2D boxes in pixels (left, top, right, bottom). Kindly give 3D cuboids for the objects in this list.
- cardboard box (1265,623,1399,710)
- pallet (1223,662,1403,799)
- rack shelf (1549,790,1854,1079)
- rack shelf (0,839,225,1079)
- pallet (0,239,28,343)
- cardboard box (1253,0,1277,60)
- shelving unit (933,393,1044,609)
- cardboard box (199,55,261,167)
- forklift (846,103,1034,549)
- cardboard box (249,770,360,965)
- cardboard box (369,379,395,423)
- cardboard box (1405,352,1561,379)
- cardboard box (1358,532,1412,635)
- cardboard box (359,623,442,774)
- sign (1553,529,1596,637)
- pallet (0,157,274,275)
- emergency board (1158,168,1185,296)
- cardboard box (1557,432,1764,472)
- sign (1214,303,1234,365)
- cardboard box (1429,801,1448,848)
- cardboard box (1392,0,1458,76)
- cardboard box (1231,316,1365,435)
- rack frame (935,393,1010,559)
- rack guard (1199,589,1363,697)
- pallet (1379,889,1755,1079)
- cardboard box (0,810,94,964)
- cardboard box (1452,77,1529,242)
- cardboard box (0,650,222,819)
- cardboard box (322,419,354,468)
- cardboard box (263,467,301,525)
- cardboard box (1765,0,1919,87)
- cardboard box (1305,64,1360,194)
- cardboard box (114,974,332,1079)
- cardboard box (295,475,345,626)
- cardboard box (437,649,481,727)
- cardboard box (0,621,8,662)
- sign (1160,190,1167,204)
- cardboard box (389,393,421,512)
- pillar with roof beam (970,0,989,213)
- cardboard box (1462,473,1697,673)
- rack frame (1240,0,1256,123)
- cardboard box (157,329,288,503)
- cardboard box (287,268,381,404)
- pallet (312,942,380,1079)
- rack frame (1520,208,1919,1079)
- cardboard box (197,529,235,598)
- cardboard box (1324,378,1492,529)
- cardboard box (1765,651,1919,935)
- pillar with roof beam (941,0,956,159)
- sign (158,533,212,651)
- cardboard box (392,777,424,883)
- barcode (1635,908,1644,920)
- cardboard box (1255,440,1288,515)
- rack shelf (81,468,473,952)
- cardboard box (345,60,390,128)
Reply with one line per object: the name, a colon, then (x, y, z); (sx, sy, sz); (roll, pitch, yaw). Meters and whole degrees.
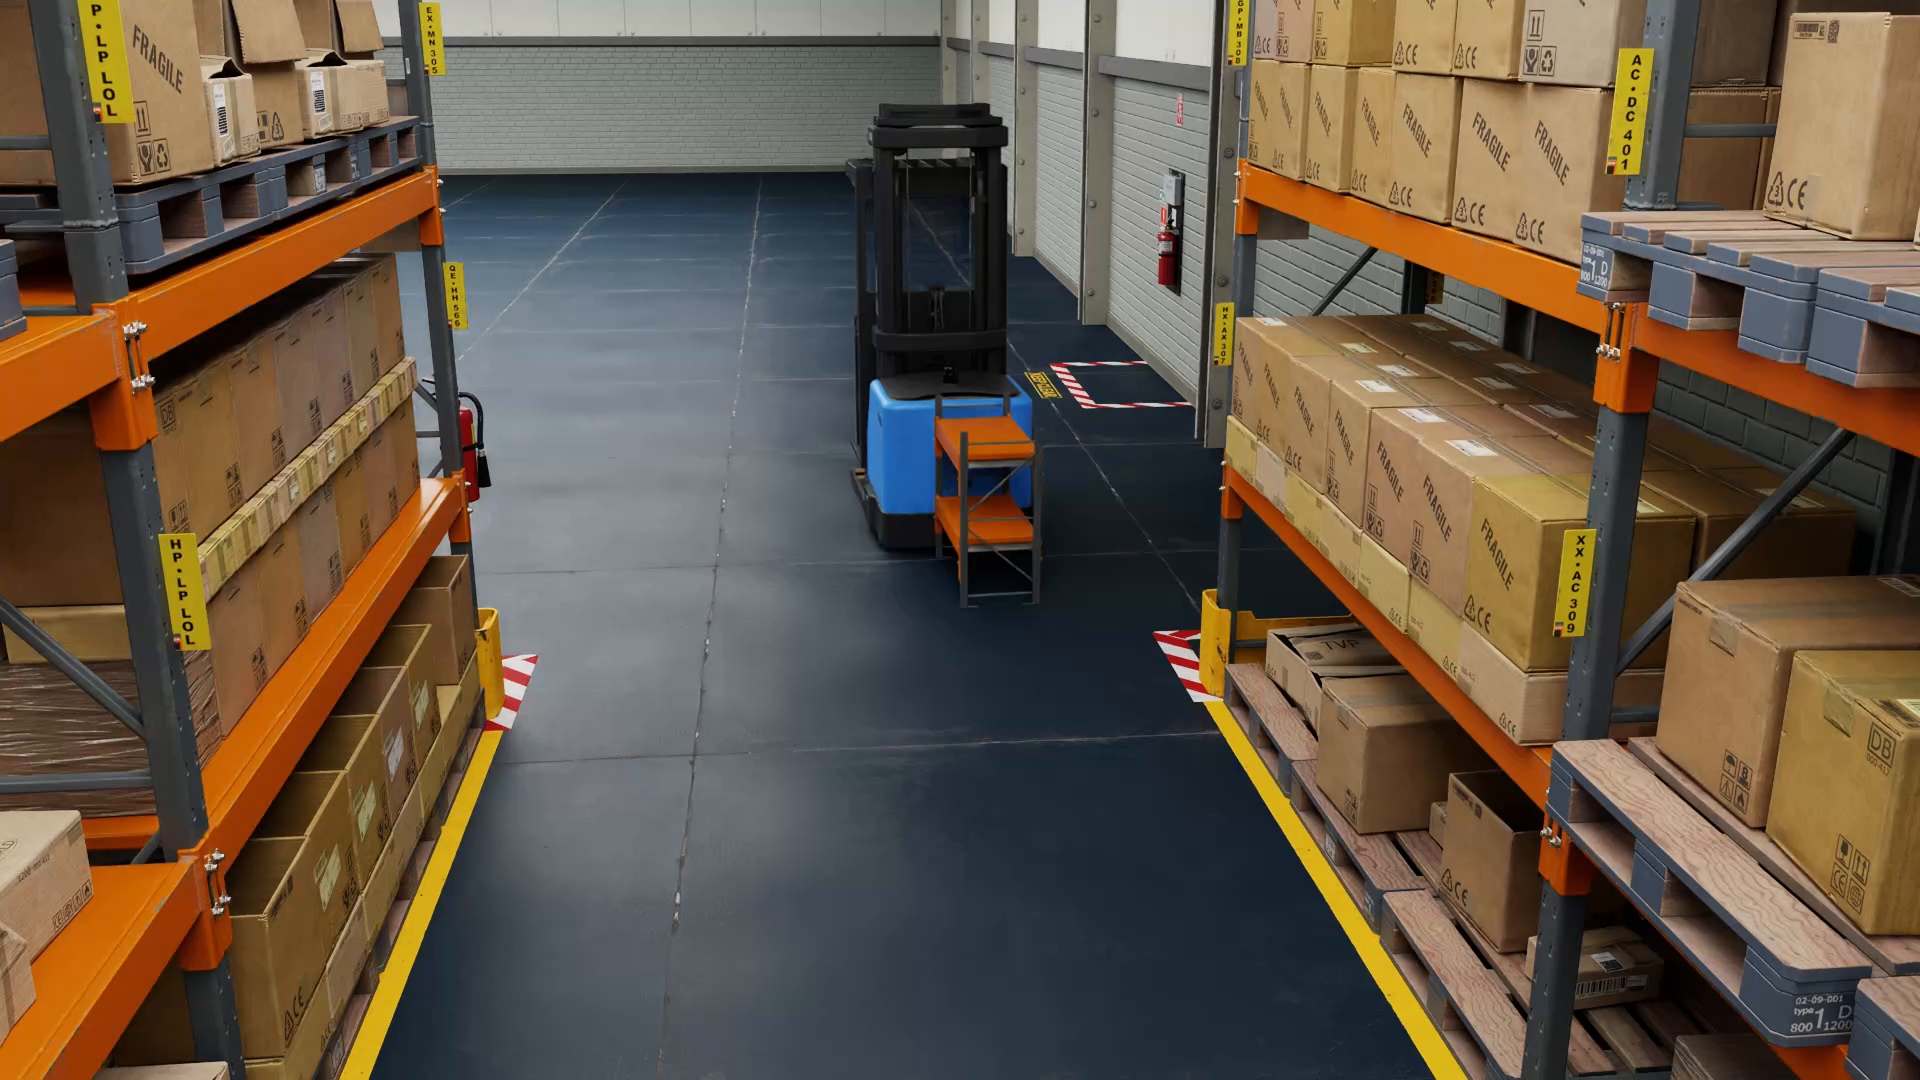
cardboard box: (1.893, 0.610, 8.479); (0.500, 0.311, 0.500); (-4, 18, -12)
pallet: (1.968, 0.925, 8.379); (1.003, 0.211, 1.213); (-2, 18, -6)
rack shelf: (2.530, 1.459, 3.222); (1.077, 0.370, 4.000); (-2, 18, -6)
rack shelf: (-2.396, 1.614, 2.731); (1.077, 0.370, 4.000); (-2, 18, -6)
pallet: (-2.499, -0.403, 3.265); (0.805, 0.209, 1.217); (-2, 18, -8)
cardboard box: (1.710, -2.515, 7.802); (0.500, 0.500, 0.500); (-3, 18, -10)
shelving unit: (0.167, -0.275, 10.674); (0.538, 1.125, 1.048); (-3, 18, -9)
cardboard box: (-2.448, -1.300, 5.018); (0.500, 0.311, 0.500); (-3, 18, -9)
forklift: (-0.244, -1.739, 12.324); (1.130, 2.935, 3.031); (-3, 18, -9)
cardboard box: (-2.399, 1.132, 5.702); (0.500, 0.500, 0.500); (-2, 18, -6)
cardboard box: (-2.731, -0.612, 7.370); (0.380, 0.149, 0.250); (-2, 18, -6)
cardboard box: (2.271, -0.529, 7.320); (0.500, 0.500, 0.500); (-2, 18, -7)
cardboard box: (1.863, 0.152, 6.401); (0.500, 0.250, 0.500); (-2, 18, -6)
cardboard box: (-2.546, 0.684, 7.126); (0.500, 0.500, 0.500); (-2, 18, -6)
sign: (1.785, 0.126, 4.822); (0.100, 0.325, 0.005); (-2, 18, -6)
pallet: (-2.716, -0.968, 4.892); (1.003, 0.211, 1.213); (-2, 18, -6)
emergency board: (2.008, -3.015, 16.272); (0.194, 1.169, 0.643); (-2, 18, -6)
cardboard box: (2.434, -0.076, 5.877); (0.500, 0.500, 0.500); (-2, 18, -6)
sign: (1.372, -1.068, 8.625); (0.100, 0.325, 0.005); (-2, 18, -6)
cardboard box: (2.179, 1.193, 6.893); (0.380, 0.149, 0.250); (-3, 18, -10)
cardboard box: (1.872, -1.904, 5.857); (0.500, 0.500, 0.500); (-2, 18, -8)
cardboard box: (1.662, -0.816, 8.233); (0.500, 0.500, 0.500); (-2, 18, -6)
rack frame: (0.084, -0.425, 11.153); (0.500, 1.125, 0.032); (-3, 18, -9)
rack guard: (1.919, 0.544, 9.110); (1.175, 0.500, 0.348); (-2, 18, -6)
pallet: (2.220, 1.652, 6.064); (1.003, 0.211, 1.213); (-2, 18, -6)
cardboard box: (-2.508, 0.891, 4.081); (0.500, 0.250, 0.500); (-1, 17, -2)
cardboard box: (1.987, -1.262, 5.481); (0.500, 0.500, 0.500); (-3, 18, -10)
cardboard box: (-2.655, 0.495, 4.927); (0.700, 0.500, 0.500); (-2, 18, -7)
cardboard box: (-2.651, -0.381, 6.632); (0.380, 0.149, 0.250); (-1, 17, -4)
cardboard box: (-2.575, -0.153, 5.906); (0.380, 0.149, 0.250); (-2, 18, -7)
cardboard box: (2.558, -1.600, 4.888); (0.500, 0.500, 0.500); (-1, 17, -4)
cardboard box: (1.775, -1.737, 6.993); (0.500, 0.500, 0.500); (-1, 17, -3)
cardboard box: (-2.349, 1.638, 5.340); (0.500, 0.250, 0.500); (-2, 18, -6)
cardboard box: (-2.817, 0.036, 6.389); (0.700, 0.500, 0.500); (-1, 17, -4)
cardboard box: (-2.666, 0.745, 8.186); (0.500, 0.250, 0.500); (-2, 18, -6)
cardboard box: (-2.844, 0.243, 4.646); (0.380, 0.149, 0.250); (-2, 18, -6)
sign: (2.046, -3.451, 16.717); (0.001, 0.109, 0.331); (-2, 18, -6)
cardboard box: (-2.980, -0.426, 7.858); (0.700, 0.500, 0.500); (-2, 18, -6)
pillar with roof beam: (-3.913, -10.369, 29.683); (9.100, 9.000, 0.400); (-2, 18, -6)
cardboard box: (1.968, 0.093, 5.337); (0.500, 0.500, 0.500); (-2, 18, -6)
rack frame: (1.912, -3.534, 7.909); (1.000, 3.000, 0.127); (-2, 18, -6)
cardboard box: (-2.759, -0.424, 5.687); (0.700, 0.500, 0.500); (-2, 18, -6)
cardboard box: (-2.915, -0.872, 7.115); (0.700, 0.500, 0.500); (-2, 18, -7)
pallet: (-2.643, 1.767, 5.698); (1.003, 0.211, 1.213); (-2, 18, -6)
rack frame: (2.324, 0.520, 5.012); (1.000, 3.000, 0.127); (-2, 18, -6)
cardboard box: (-2.492, 0.080, 5.166); (0.380, 0.149, 0.250); (-2, 18, -7)
cardboard box: (1.815, -0.361, 6.783); (0.500, 0.500, 0.500); (-1, 17, -4)
cardboard box: (2.393, 0.582, 3.914); (0.700, 0.500, 0.500); (0, 17, 0)
pillar with roof beam: (-4.532, -12.157, 35.377); (9.100, 9.000, 0.400); (-2, 18, -6)
sign: (-2.064, 0.140, 4.422); (0.100, 0.325, 0.005); (-2, 18, -6)
cardboard box: (-2.499, 1.191, 6.764); (0.500, 0.250, 0.500); (-2, 18, -6)
barcode: (2.535, 1.374, 6.199); (0.001, 0.075, 0.075); (-2, 18, -6)
cardboard box: (1.714, -0.300, 7.842); (0.500, 0.250, 0.500); (-2, 18, -7)
rack shelf: (-2.809, 0.422, 6.527); (1.077, 0.370, 4.000); (-2, 18, -6)
cardboard box: (-2.634, -1.809, 6.739); (0.500, 0.250, 0.500); (-2, 18, -6)
